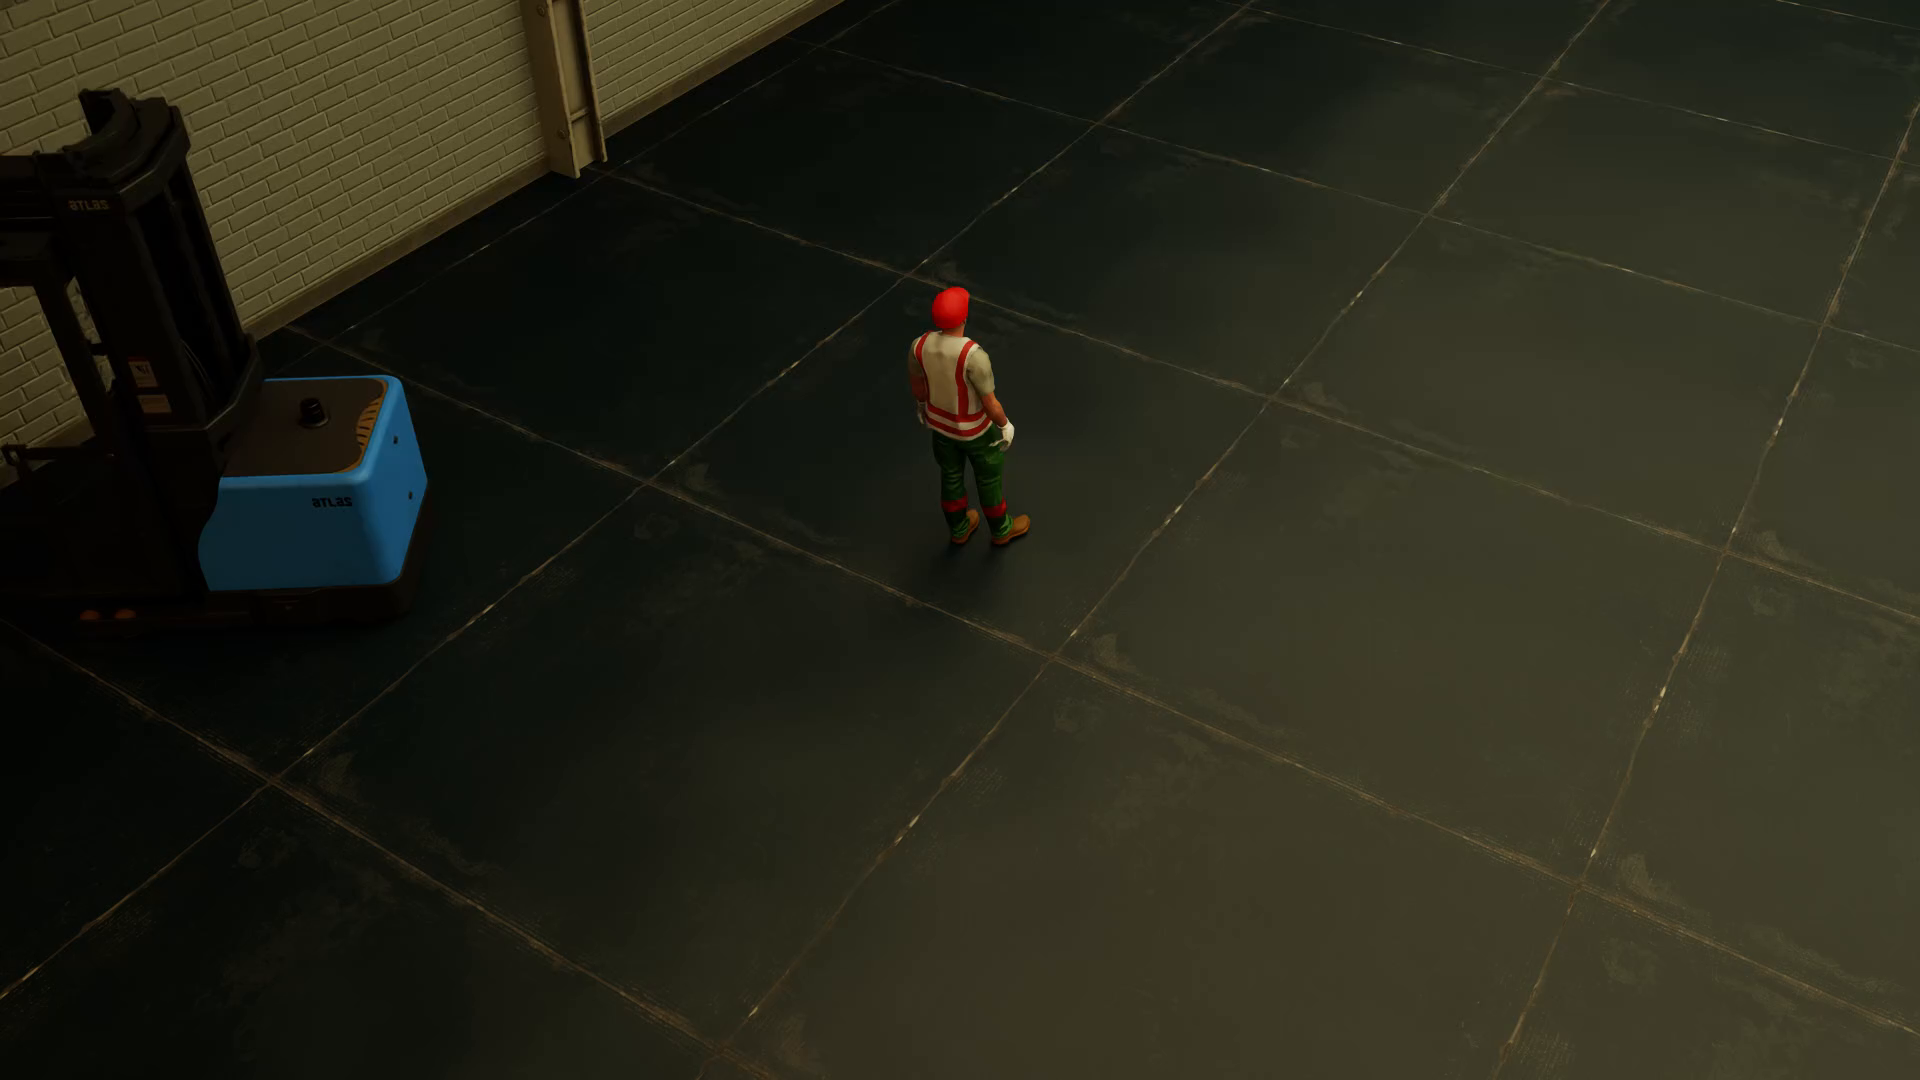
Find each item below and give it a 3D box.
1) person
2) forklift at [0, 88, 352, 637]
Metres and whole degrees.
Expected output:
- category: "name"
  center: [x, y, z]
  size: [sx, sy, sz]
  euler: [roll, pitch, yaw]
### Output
- category: "person"
  center: [0.015, -0.691, 9.653]
  size: [0.638, 1.689, 0.421]
  euler: [22, 45, 24]
- category: "forklift"
  center: [-4.731, -0.907, 9.038]
  size: [3.031, 2.935, 1.121]
  euler: [-2, 40, -3]
